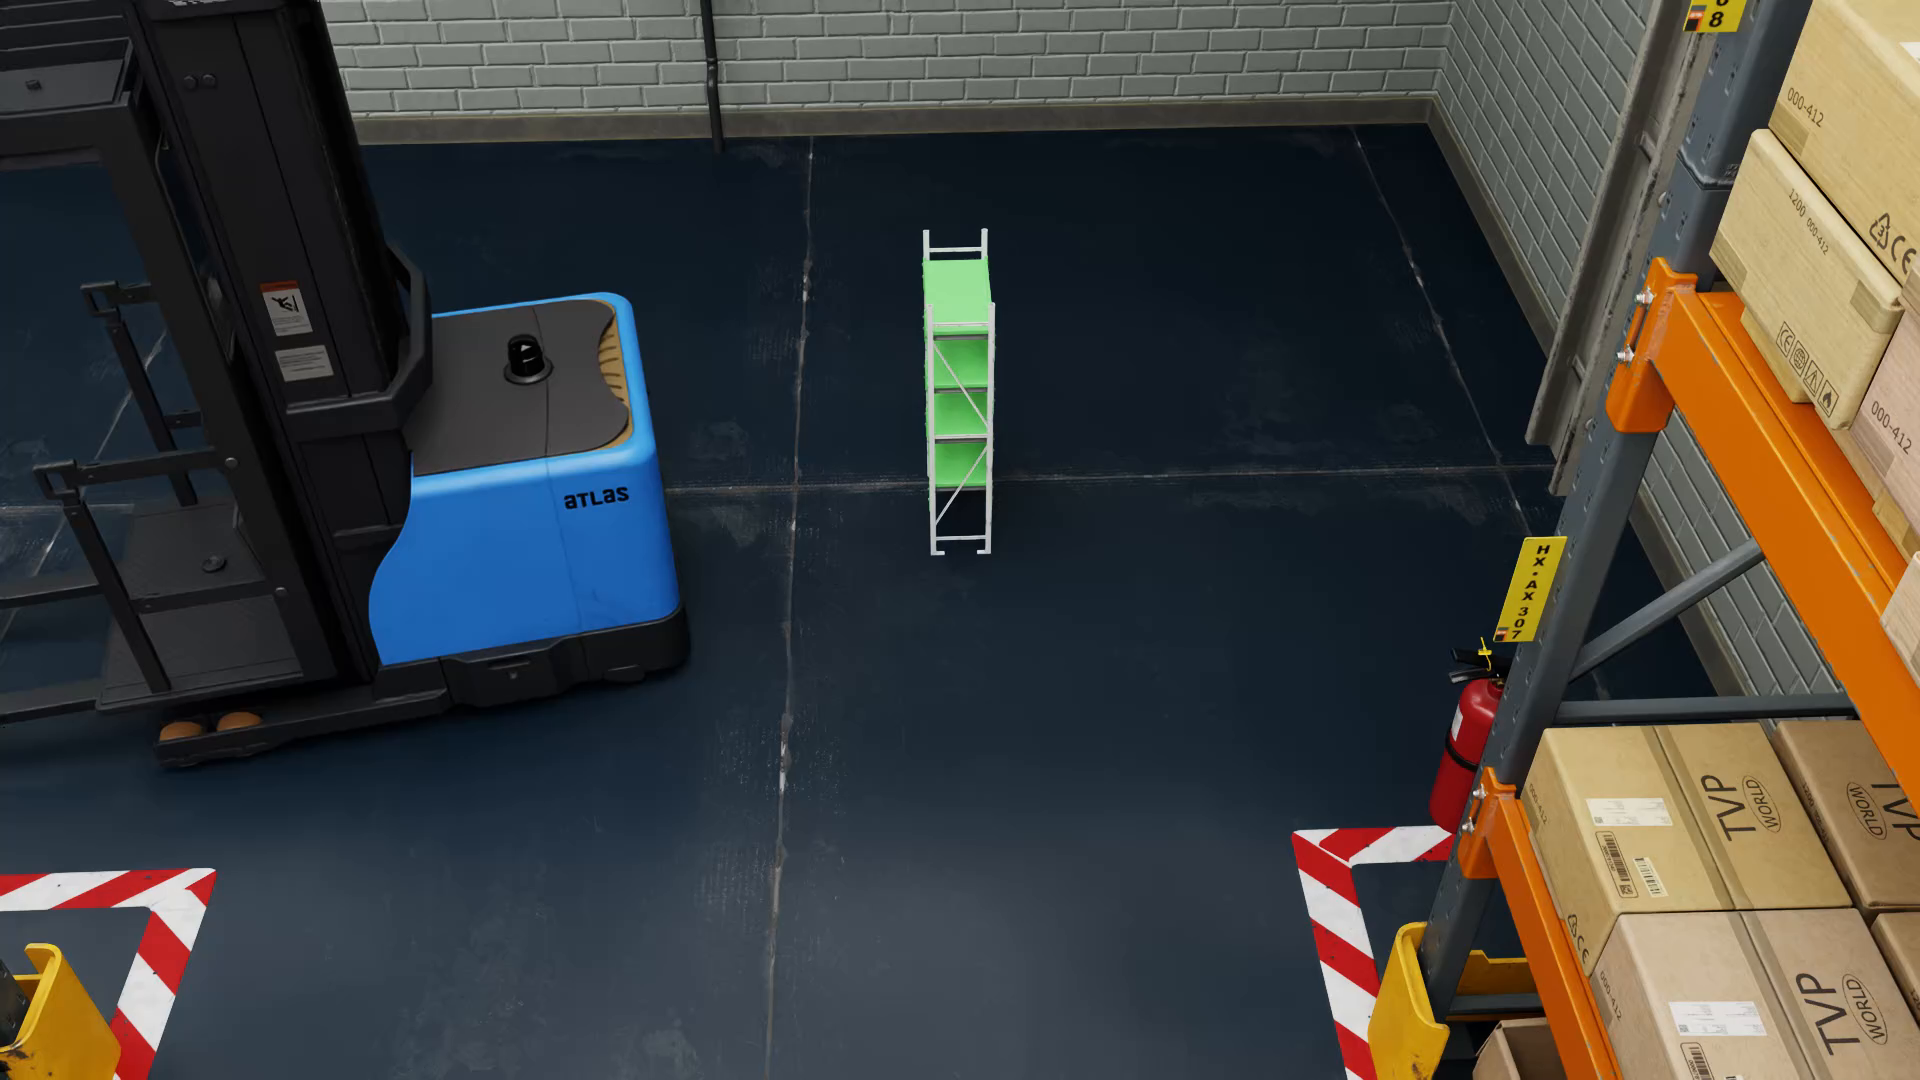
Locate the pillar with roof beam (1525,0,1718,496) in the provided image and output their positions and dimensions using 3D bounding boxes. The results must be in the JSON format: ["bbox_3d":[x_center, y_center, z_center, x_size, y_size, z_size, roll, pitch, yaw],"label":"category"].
[{"bbox_3d":[-1.682,-3.516,3.926,9.100,9.000,0.400,-2,43,-2],"label":"pillar with roof beam"}]

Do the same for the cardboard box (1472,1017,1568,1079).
[{"bbox_3d":[1.765,1.599,4.322,0.797,0.503,0.637,-3,43,-3],"label":"cardboard box"}]

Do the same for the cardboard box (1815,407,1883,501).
[{"bbox_3d":[1.652,-0.197,2.711,0.380,0.149,0.250,-1,43,-1],"label":"cardboard box"}]

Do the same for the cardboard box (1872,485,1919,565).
[{"bbox_3d":[1.646,-0.023,2.521,0.380,0.149,0.250,-1,43,-2],"label":"cardboard box"}]

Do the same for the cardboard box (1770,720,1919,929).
[{"bbox_3d":[2.118,0.667,3.693,0.500,0.250,0.500,0,43,-1],"label":"cardboard box"}]

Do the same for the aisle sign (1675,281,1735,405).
[{"bbox_3d":[1.537,-0.578,3.236,0.394,0.787,0.004,-2,43,-2],"label":"aisle sign"}]

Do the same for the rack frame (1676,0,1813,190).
[{"bbox_3d":[1.834,-1.793,2.047,1.000,3.000,0.127,-2,43,-2],"label":"rack frame"}]

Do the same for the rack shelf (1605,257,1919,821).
[{"bbox_3d":[1.919,0.928,1.830,1.077,0.370,4.000,-2,43,-2],"label":"rack shelf"}]

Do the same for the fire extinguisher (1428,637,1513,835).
[{"bbox_3d":[1.366,0.498,4.320,0.296,0.674,0.183,-2,43,-2],"label":"fire extinguisher"}]

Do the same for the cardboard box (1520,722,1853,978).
[{"bbox_3d":[1.584,0.678,3.681,0.500,0.250,0.500,-1,43,-2],"label":"cardboard box"}]

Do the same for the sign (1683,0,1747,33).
[{"bbox_3d":[1.291,-0.994,2.748,0.100,0.325,0.005,-2,43,-2],"label":"sign"}]

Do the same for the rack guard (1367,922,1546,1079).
[{"bbox_3d":[1.837,1.391,4.862,1.175,0.500,0.348,-2,43,-2],"label":"rack guard"}]

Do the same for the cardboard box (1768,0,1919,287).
[{"bbox_3d":[1.602,-0.619,2.507,0.500,0.250,0.500,-2,43,-2],"label":"cardboard box"}]

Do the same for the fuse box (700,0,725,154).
[{"bbox_3d":[-1.283,-2.730,8.461,0.539,1.711,0.414,-2,43,-2],"label":"fuse box"}]

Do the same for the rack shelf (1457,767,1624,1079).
[{"bbox_3d":[1.919,2.034,2.844,1.077,0.370,4.000,-2,43,-2],"label":"rack shelf"}]

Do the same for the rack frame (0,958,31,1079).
[{"bbox_3d":[-3.125,0.563,3.916,1.000,3.000,0.127,-2,43,-2],"label":"rack frame"}]

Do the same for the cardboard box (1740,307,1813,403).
[{"bbox_3d":[1.615,-0.373,2.903,0.380,0.149,0.250,-1,43,-1],"label":"cardboard box"}]

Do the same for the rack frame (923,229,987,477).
[{"bbox_3d":[-0.017,-0.719,6.646,0.240,1.200,0.015,-2,43,-2],"label":"rack frame"}]

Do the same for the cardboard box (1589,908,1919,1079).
[{"bbox_3d":[1.605,1.018,3.310,0.500,0.250,0.500,-1,43,-1],"label":"cardboard box"}]

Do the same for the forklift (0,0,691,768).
[{"bbox_3d":[-2.578,-0.675,5.317,3.031,2.935,1.130,-9,43,-10],"label":"forklift"}]

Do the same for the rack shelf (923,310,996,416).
[{"bbox_3d":[-0.007,-0.684,6.348,0.258,0.148,0.480,-2,43,-2],"label":"rack shelf"}]

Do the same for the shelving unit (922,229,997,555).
[{"bbox_3d":[-0.007,-0.554,6.467,0.258,1.200,0.503,-2,43,-2],"label":"shelving unit"}]

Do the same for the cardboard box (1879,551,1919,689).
[{"bbox_3d":[1.554,0.148,2.334,0.380,0.149,0.250,-1,43,-1],"label":"cardboard box"}]

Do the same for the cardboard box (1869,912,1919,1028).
[{"bbox_3d":[2.139,1.015,3.314,0.500,0.250,0.500,-2,43,-2],"label":"cardboard box"}]

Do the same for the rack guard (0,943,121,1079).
[{"bbox_3d":[-3.126,1.469,4.778,1.175,0.500,0.348,-2,43,-2],"label":"rack guard"}]

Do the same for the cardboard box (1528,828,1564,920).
[{"bbox_3d":[1.573,0.741,3.908,0.380,0.149,0.250,-2,43,-2],"label":"cardboard box"}]

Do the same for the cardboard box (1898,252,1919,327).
[{"bbox_3d":[1.604,-0.275,2.132,0.500,0.250,0.500,-2,43,-2],"label":"cardboard box"}]

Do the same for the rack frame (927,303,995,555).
[{"bbox_3d":[0.003,-0.389,6.287,0.240,1.200,0.015,-2,43,-2],"label":"rack frame"}]

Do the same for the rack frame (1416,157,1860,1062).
[{"bbox_3d":[1.834,0.418,4.074,1.000,3.000,0.127,-2,43,-2],"label":"rack frame"}]

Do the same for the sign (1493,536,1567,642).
[{"bbox_3d":[1.291,0.115,3.764,0.100,0.325,0.005,-2,43,-2],"label":"sign"}]

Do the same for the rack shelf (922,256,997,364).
[{"bbox_3d":[-0.007,-0.861,6.185,0.258,0.148,0.480,-2,43,-2],"label":"rack shelf"}]

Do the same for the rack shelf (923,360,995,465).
[{"bbox_3d":[-0.007,-0.507,6.510,0.258,0.148,0.480,-2,43,-2],"label":"rack shelf"}]

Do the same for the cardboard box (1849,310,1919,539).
[{"bbox_3d":[1.622,-0.092,2.301,0.500,0.250,0.500,-1,43,-1],"label":"cardboard box"}]

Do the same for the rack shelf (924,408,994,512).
[{"bbox_3d":[-0.007,-0.330,6.672,0.258,0.148,0.480,-2,43,-2],"label":"rack shelf"}]

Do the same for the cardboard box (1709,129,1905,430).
[{"bbox_3d":[1.579,-0.434,2.675,0.500,0.250,0.500,-2,43,-2],"label":"cardboard box"}]
